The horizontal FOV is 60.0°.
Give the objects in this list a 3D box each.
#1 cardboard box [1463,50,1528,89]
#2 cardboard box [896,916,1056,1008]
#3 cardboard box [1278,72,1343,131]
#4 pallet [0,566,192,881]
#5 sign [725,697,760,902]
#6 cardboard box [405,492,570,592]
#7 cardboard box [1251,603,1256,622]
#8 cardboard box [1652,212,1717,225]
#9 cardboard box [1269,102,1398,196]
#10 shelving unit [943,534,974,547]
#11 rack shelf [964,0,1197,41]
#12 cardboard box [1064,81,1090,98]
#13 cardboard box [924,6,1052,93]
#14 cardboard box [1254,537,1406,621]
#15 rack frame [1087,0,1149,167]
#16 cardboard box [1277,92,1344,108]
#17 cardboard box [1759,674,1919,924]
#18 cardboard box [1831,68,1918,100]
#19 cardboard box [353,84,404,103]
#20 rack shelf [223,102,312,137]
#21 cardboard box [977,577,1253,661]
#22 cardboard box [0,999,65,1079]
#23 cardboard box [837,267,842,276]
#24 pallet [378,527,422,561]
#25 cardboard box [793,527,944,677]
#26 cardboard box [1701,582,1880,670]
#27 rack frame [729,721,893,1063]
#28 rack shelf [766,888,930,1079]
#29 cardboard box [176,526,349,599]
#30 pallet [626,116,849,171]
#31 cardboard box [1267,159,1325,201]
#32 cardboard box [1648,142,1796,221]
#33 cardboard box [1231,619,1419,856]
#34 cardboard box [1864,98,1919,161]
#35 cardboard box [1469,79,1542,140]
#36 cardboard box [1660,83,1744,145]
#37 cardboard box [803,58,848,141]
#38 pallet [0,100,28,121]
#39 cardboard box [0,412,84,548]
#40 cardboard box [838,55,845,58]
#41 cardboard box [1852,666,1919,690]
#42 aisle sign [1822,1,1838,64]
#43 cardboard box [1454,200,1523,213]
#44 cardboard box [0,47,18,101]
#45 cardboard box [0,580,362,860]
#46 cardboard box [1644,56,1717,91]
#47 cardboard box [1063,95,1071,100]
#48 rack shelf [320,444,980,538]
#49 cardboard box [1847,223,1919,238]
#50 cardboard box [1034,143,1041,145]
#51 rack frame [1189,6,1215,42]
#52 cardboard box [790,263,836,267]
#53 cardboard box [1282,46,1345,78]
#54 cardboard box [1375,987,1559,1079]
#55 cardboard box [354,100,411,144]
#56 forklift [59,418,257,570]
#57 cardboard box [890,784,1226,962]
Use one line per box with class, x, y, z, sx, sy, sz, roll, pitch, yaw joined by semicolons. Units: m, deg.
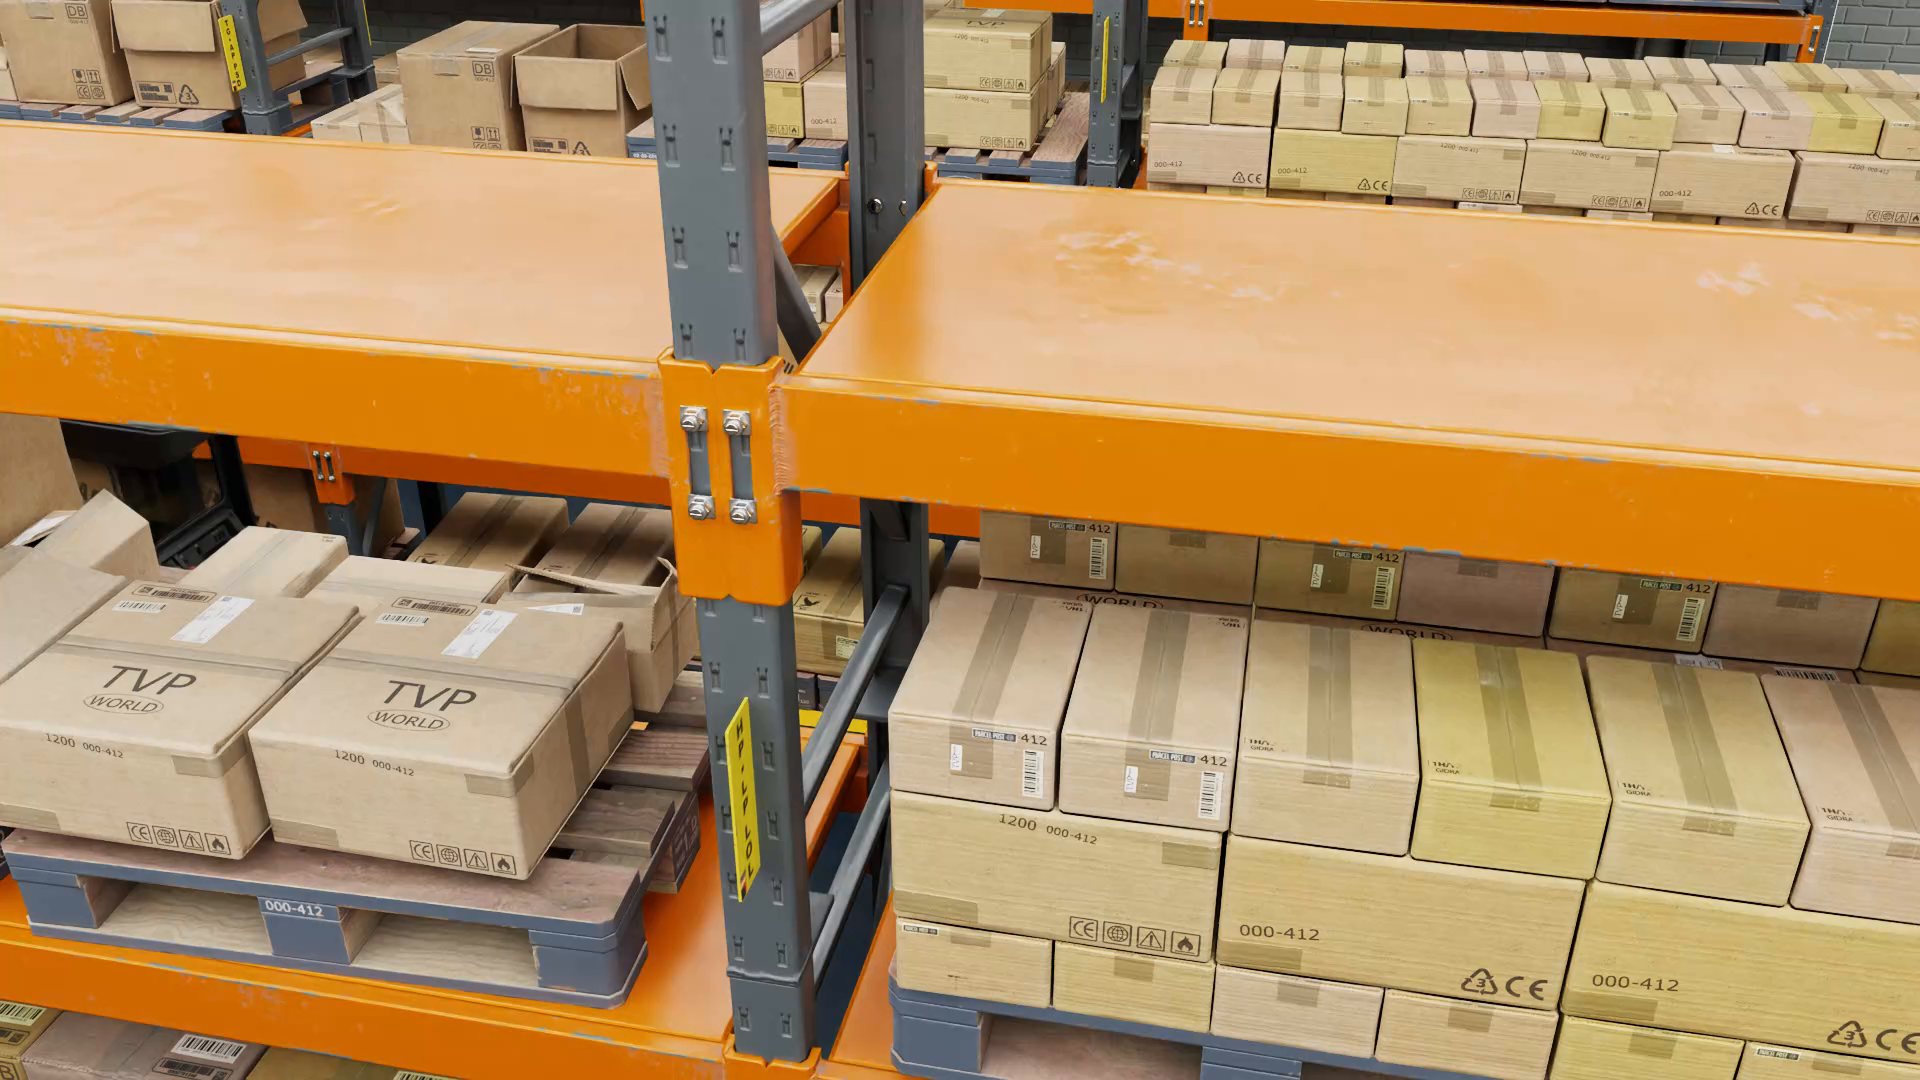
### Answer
cardboard box;2.344;-2.036;7.315;0.250;0.149;0.380;6;29;11
cardboard box;0.056;0.589;2.809;0.250;0.149;0.380;5;29;10
cardboard box;1.463;-1.836;6.949;0.250;0.149;0.380;5;29;9
pallet;-2.406;0.343;3.735;1.213;0.211;1.003;7;30;13
sign;-0.333;0.402;2.565;0.005;0.325;0.100;6;29;11
cardboard box;-2.655;0.120;9.368;0.625;0.372;0.950;4;29;7
cardboard box;1.227;0.371;8.256;0.500;0.500;0.500;7;30;13
cardboard box;2.964;-1.359;6.908;0.250;0.149;0.380;5;29;9
cardboard box;1.585;-1.669;7.059;0.500;0.250;0.500;6;29;10
shelving unit;0.014;-0.525;10.121;0.189;1.200;0.258;6;29;11
rack shelf;-0.217;-4.040;12.294;4.000;0.370;1.077;6;29;11
cardboard box;0.944;-3.381;12.685;0.250;0.149;0.380;6;29;10
cardboard box;0.112;-2.160;7.308;0.500;0.250;0.500;7;29;12
cardboard box;0.688;-0.019;3.089;0.250;0.149;0.380;6;29;10
rack frame;0.706;-3.140;6.776;0.127;3.000;1.000;6;29;11
cardboard box;1.688;-1.921;7.519;0.500;0.250;0.500;5;29;10
cardboard box;1.301;0.366;2.385;0.250;0.149;0.380;6;29;10
cardboard box;3.831;-1.866;7.004;0.250;0.149;0.380;6;29;11
cardboard box;-2.854;-2.182;8.412;0.250;0.149;0.380;6;29;11
rack shelf;-5.162;-2.110;8.768;4.000;0.370;1.077;6;29;11
cardboard box;0.306;0.147;3.202;0.500;0.250;0.500;6;29;10
cardboard box;-2.207;1.144;4.053;0.500;0.500;0.700;6;29;10
cardboard box;-0.663;-1.154;8.546;0.500;0.500;0.500;6;29;10
pallet;-3.961;0.199;9.828;1.213;0.211;1.003;6;29;11
cardboard box;-0.511;0.338;8.970;0.625;0.372;0.950;8;30;14
cardboard box;1.429;0.057;2.950;0.250;0.149;0.380;5;29;10
rack frame;-0.229;1.827;3.952;0.127;3.000;1.000;6;29;11
rack shelf;1.727;1.027;3.038;4.000;0.370;1.077;6;29;11
cardboard box;-1.545;0.130;3.647;0.250;0.149;0.380;6;29;11
pallet;-0.891;-1.956;7.933;1.003;0.211;1.213;6;29;11
cardboard box;1.469;-1.542;7.243;0.250;0.149;0.380;6;29;11
cardboard box;3.061;-1.513;6.775;0.500;0.250;0.500;7;29;12
cardboard box;0.553;0.290;2.525;0.250;0.149;0.380;6;29;10
cardboard box;3.728;-1.619;6.552;0.250;0.149;0.380;6;29;10
cardboard box;2.231;-1.774;6.836;0.250;0.149;0.380;5;29;10
cardboard box;3.002;-1.735;6.764;0.250;0.149;0.380;5;29;9
cardboard box;-0.389;-1.986;7.511;0.500;0.250;0.500;6;29;11
pallet;-4.941;-2.293;8.549;1.213;0.211;1.003;7;30;13
cardboard box;-2.382;-0.119;3.737;0.500;0.500;0.500;6;29;11
cardboard box;-0.278;-2.240;7.975;0.500;0.250;0.500;5;29;10
cardboard box;1.784;0.299;2.924;0.500;0.250;0.500;6;29;10
aisle sign;5.654;-3.434;10.854;0.004;0.787;0.394;6;29;11
cardboard box;2.202;-1.397;6.978;0.250;0.149;0.380;5;29;10
cardboard box;-4.626;-2.324;8.113;0.258;0.266;0.396;5;29;9
cardboard box;-1.482;0.328;3.180;0.500;0.250;0.500;6;29;10
cardboard box;3.101;-1.970;7.195;0.250;0.149;0.380;7;29;12
cardboard box;0.874;-3.165;12.289;0.250;0.149;0.380;6;29;11
rack shelf;-1.250;-0.393;8.756;4.000;0.370;1.077;6;29;11
cardboard box;3.707;-1.269;6.745;0.250;0.149;0.380;7;29;12
cardboard box;0.701;-2.971;12.350;0.500;0.250;0.500;5;29;9
rack frame;1.739;-2.840;12.475;0.127;3.000;1.000;6;29;11
cardboard box;-0.764;-1.425;8.365;0.250;0.149;0.380;7;30;13
cardboard box;1.568;-2.076;7.388;0.250;0.149;0.380;7;29;12
cardboard box;0.798;0.665;2.670;0.250;0.149;0.380;5;29;10
cardboard box;-2.684;-2.029;8.011;0.258;0.266;0.396;6;29;11
forklift;-3.116;0.215;6.968;3.031;2.935;1.130;8;30;14
cardboard box;0.191;0.399;2.742;0.500;0.250;0.500;6;29;11
